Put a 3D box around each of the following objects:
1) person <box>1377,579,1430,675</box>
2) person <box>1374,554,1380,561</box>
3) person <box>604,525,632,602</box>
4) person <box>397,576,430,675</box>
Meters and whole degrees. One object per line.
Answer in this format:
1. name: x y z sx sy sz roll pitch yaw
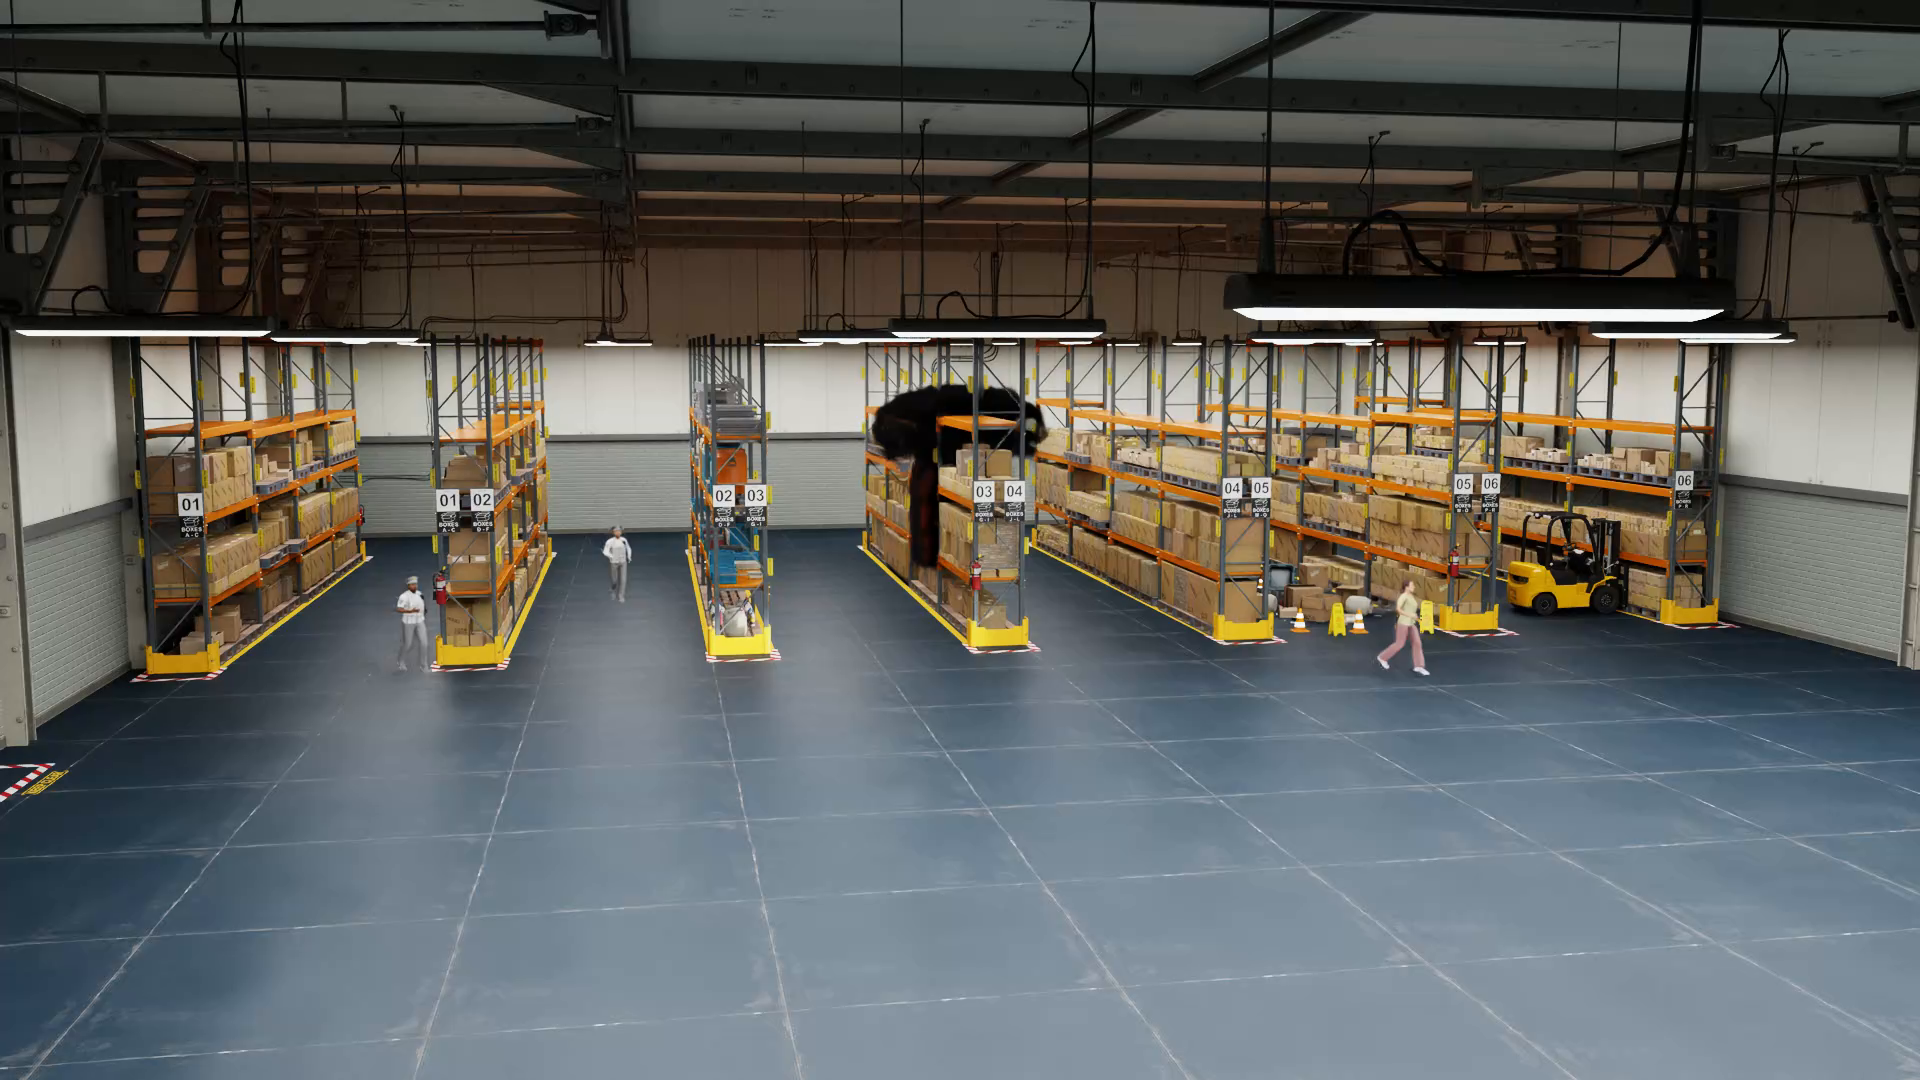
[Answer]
1. person: 7.904 1.517 29.433 0.974 1.666 0.592 5 8 39
2. person: 11.284 -0.217 44.189 0.612 1.830 0.839 -3 7 -23
3. person: -7.364 0.494 35.888 0.625 1.665 0.658 -3 7 -24
4. person: -9.704 1.507 29.473 0.773 1.743 0.578 6 9 43
